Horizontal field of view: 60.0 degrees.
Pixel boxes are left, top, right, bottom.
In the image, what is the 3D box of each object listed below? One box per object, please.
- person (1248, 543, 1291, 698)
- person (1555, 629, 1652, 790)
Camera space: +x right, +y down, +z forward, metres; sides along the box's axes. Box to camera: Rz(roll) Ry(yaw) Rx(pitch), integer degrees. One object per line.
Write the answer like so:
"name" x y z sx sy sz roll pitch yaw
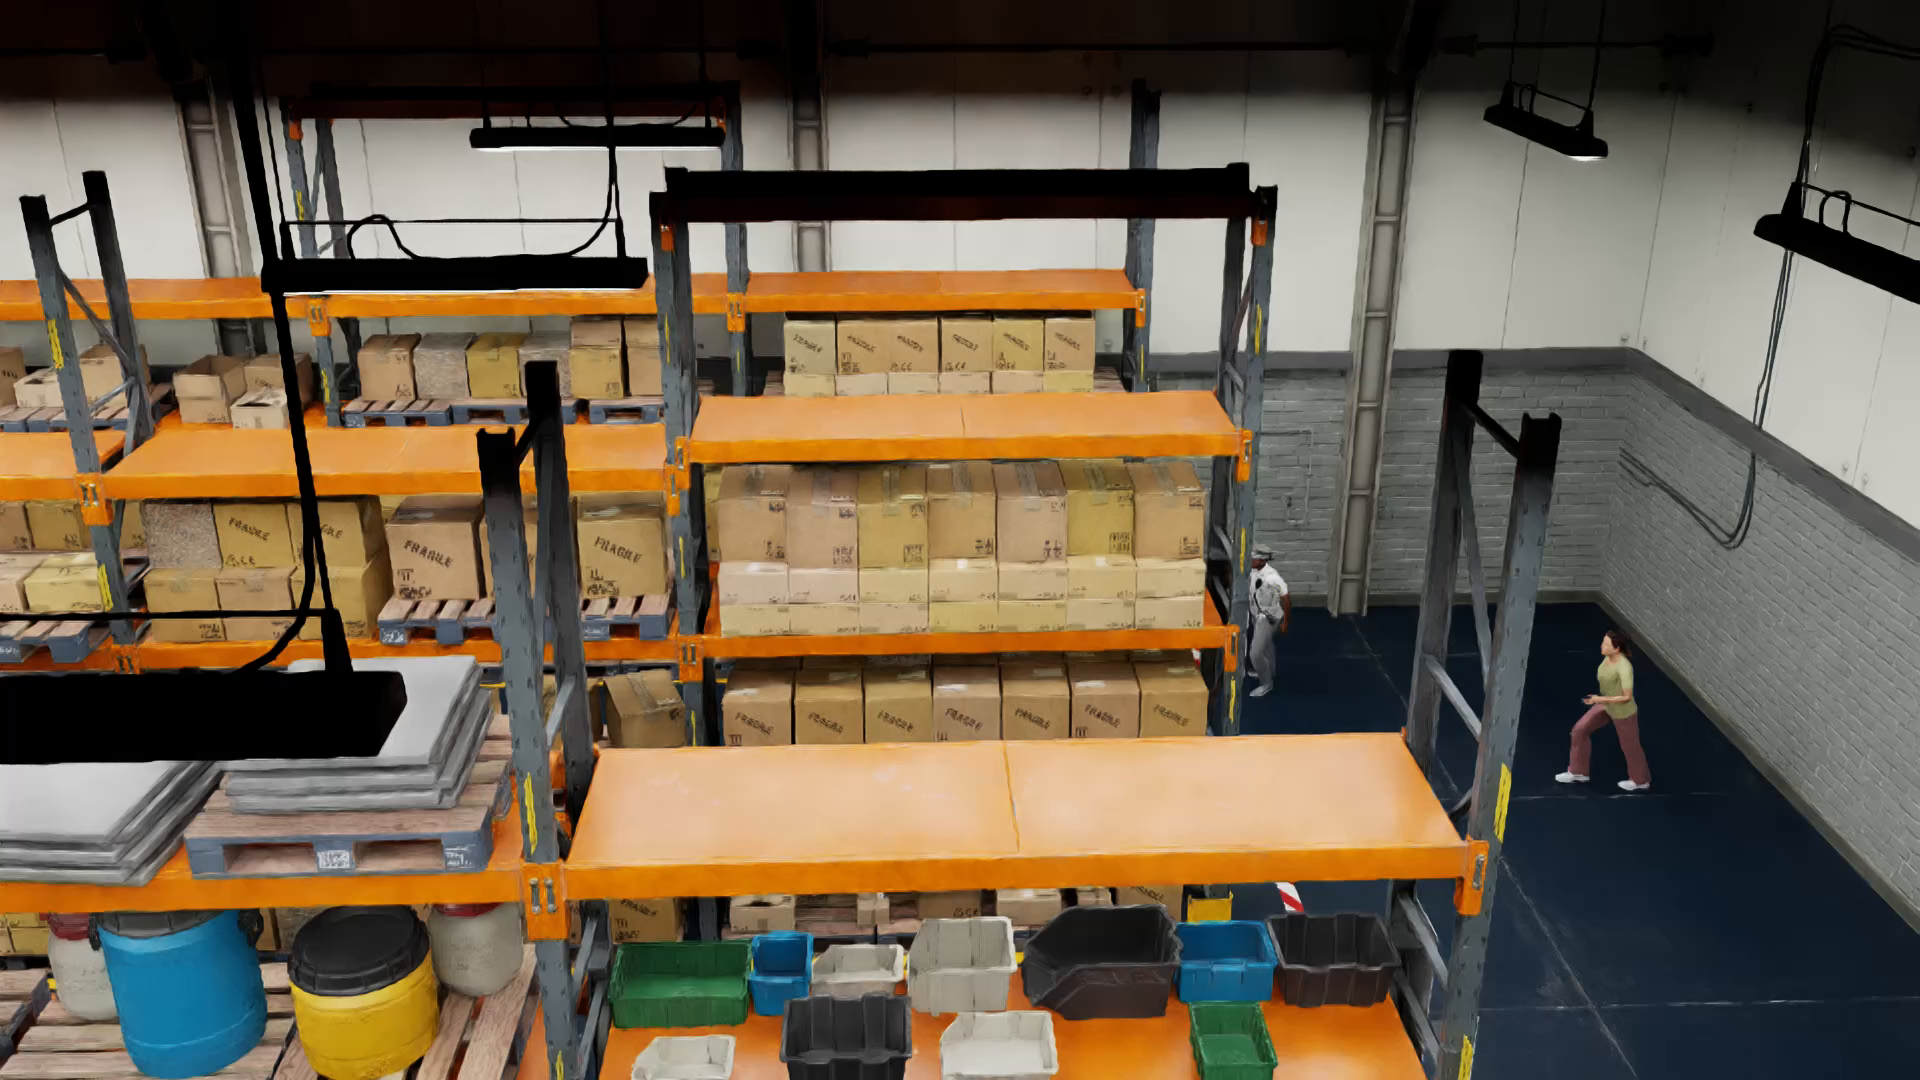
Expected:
"person" 3.093 0.777 17.075 0.622 1.632 0.638 -5 23 -12
"person" 5.997 1.546 15.211 0.831 1.595 0.603 -2 22 -6
